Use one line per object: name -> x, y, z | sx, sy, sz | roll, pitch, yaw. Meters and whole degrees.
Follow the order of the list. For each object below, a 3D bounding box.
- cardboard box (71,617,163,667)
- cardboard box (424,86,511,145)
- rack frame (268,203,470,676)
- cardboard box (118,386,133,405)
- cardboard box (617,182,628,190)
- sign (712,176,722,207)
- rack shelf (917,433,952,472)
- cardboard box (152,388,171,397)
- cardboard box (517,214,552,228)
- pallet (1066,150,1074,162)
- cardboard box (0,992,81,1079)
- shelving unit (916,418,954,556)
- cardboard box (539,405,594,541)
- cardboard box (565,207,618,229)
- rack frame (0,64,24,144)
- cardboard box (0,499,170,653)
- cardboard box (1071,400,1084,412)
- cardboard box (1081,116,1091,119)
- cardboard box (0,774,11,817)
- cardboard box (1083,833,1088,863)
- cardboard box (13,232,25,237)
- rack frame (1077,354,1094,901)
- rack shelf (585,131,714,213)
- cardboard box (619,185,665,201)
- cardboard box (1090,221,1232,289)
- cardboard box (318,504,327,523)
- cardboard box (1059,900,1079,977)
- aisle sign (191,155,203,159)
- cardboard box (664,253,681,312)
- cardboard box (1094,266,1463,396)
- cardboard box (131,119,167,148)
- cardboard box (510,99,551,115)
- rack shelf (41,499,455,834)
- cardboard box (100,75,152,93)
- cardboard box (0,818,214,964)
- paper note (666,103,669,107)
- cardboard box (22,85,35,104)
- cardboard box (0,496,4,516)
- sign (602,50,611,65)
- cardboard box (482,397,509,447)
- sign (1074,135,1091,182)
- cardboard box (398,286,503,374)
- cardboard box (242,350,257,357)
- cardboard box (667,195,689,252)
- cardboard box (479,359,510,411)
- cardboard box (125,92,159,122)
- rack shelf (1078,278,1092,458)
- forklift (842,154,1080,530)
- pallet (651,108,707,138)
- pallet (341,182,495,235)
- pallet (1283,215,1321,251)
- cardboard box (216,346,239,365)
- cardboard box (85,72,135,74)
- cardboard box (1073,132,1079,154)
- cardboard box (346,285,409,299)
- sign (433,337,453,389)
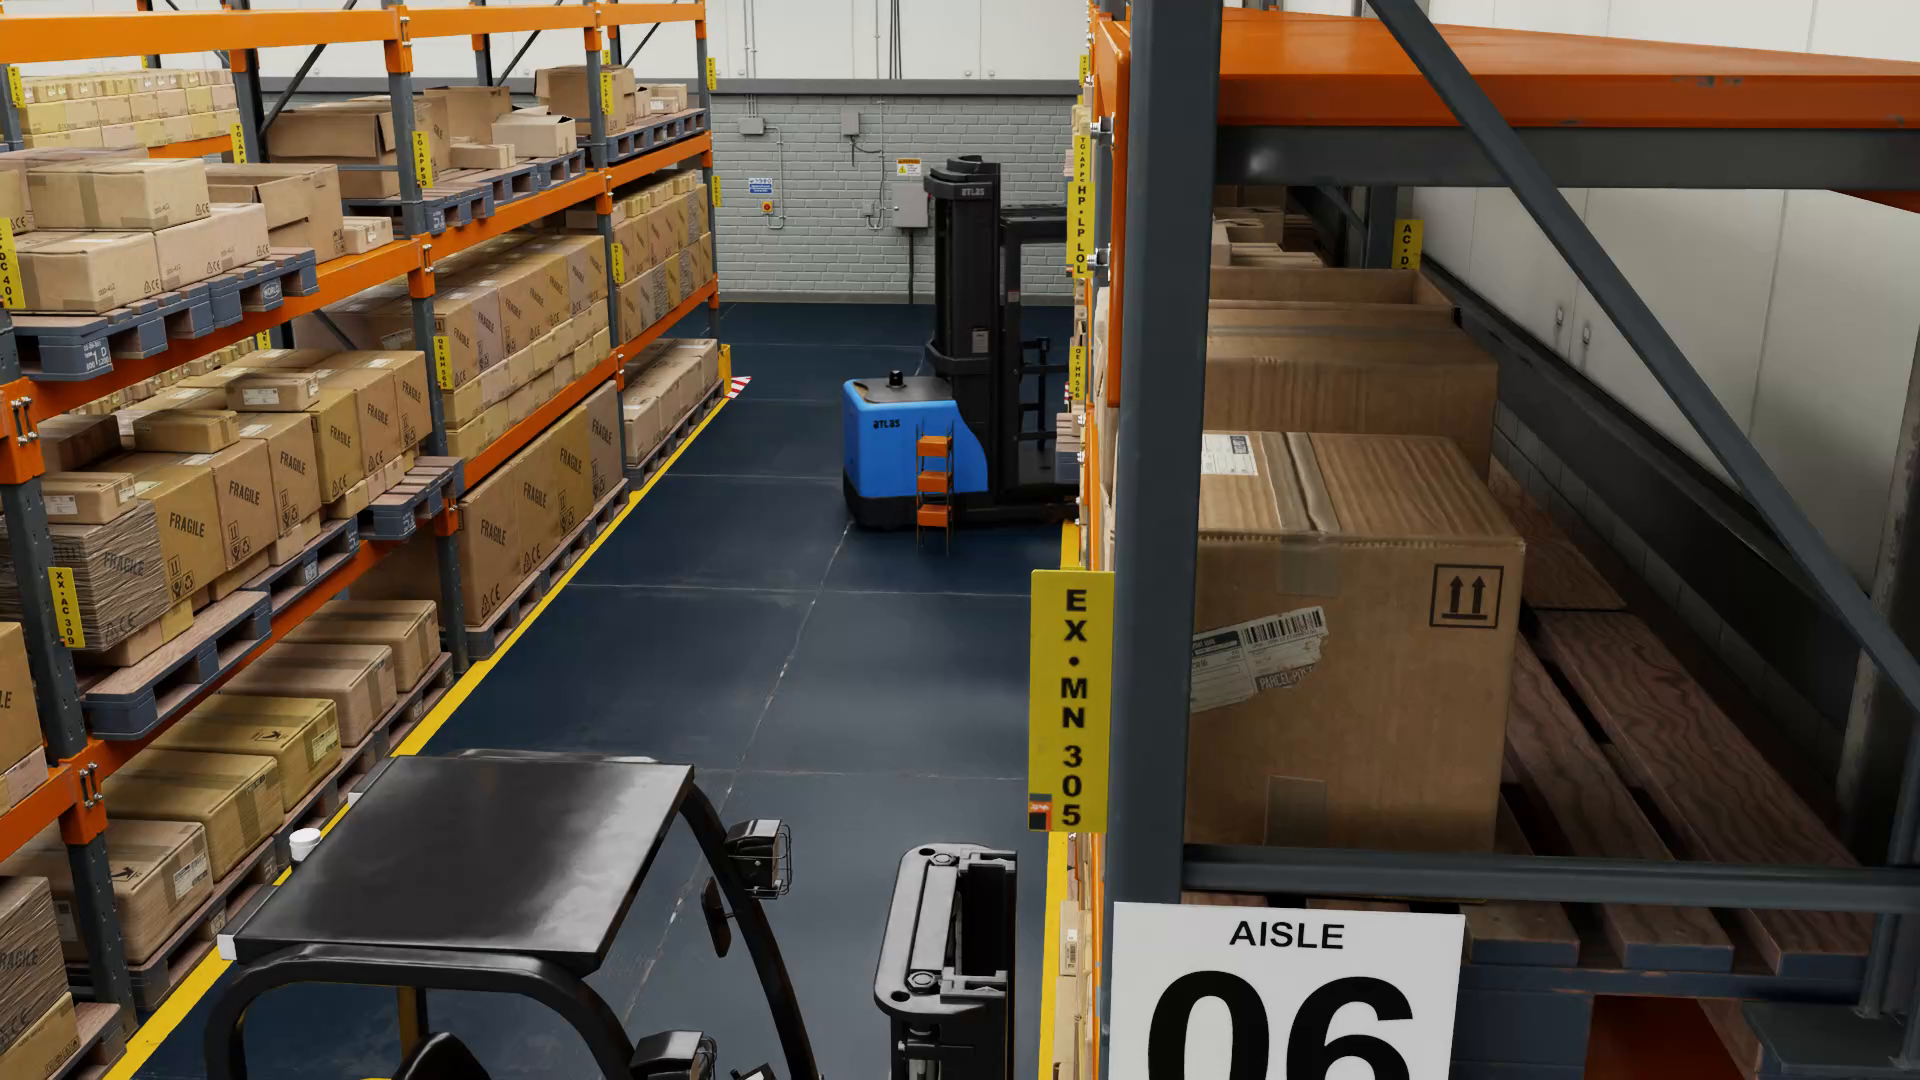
cardboard box -> -3.639, 0.418, 7.059 | 0.380, 0.149, 0.250 | 2, 18, 5
cardboard box -> -3.773, -3.227, 12.802 | 0.500, 0.500, 0.500 | 1, 18, 3
rack frame -> -3.707, -0.580, 10.374 | 1.000, 3.000, 0.127 | 1, 18, 4
cardboard box -> -8.090, -1.376, 15.754 | 0.380, 0.149, 0.250 | 1, 18, 2
cardboard box -> -3.483, -3.465, 16.372 | 0.380, 0.149, 0.250 | 1, 18, 4
sign -> -2.593, -3.711, 17.690 | 0.100, 0.325, 0.005 | 1, 18, 4
rack shelf -> -0.194, -0.673, 12.912 | 0.240, 0.259, 0.215 | 4, 19, 12
cardboard box -> -7.963, -1.395, 16.290 | 0.380, 0.149, 0.250 | 1, 18, 3
cardboard box -> -3.716, -2.756, 14.207 | 0.380, 0.149, 0.250 | 1, 18, 3
pallet -> 1.414, -2.847, 12.780 | 1.213, 0.211, 1.003 | 1, 18, 4
cardboard box -> -3.768, 1.959, 6.367 | 0.500, 0.250, 0.500 | 2, 18, 6
shelving unit -> -0.194, -0.413, 12.997 | 0.252, 1.050, 0.215 | 4, 19, 12
cardboard box -> -3.442, -0.537, 12.981 | 0.875, 0.875, 0.875 | 2, 18, 6
cardboard box -> -3.139, -2.745, 14.175 | 0.380, 0.149, 0.250 | 1, 18, 3
rack frame -> -8.365, -4.752, 13.473 | 1.000, 3.000, 0.127 | 1, 18, 4
cardboard box -> -3.674, 0.135, 6.881 | 0.500, 0.500, 0.500 | 2, 18, 5
cardboard box -> 0.997, -0.933, 11.020 | 0.500, 0.250, 0.500 | 0, 18, 1
cardboard box -> 1.048, -2.922, 11.797 | 0.380, 0.149, 0.250 | 1, 18, 4
cardboard box -> -3.724, 0.966, 6.060 | 0.380, 0.149, 0.250 | 2, 18, 5
cardboard box -> 0.552, 0.828, 4.876 | 0.380, 0.149, 0.250 | 1, 18, 3
cardboard box -> -4.097, -1.076, 6.637 | 0.500, 0.250, 0.500 | 1, 18, 3
rack frame -> 0.957, 0.772, 6.248 | 1.000, 3.000, 0.127 | 1, 18, 4
rack shelf -> -3.277, -3.527, 15.706 | 1.077, 0.370, 4.000 | 1, 18, 4
cardboard box -> -3.034, -3.301, 15.870 | 0.380, 0.149, 0.250 | 2, 18, 6
cardboard box -> 0.766, -1.088, 6.417 | 0.500, 0.311, 0.500 | 1, 18, 2
cardboard box -> -3.592, -0.150, 8.791 | 0.380, 0.149, 0.250 | 1, 18, 4
cardboard box -> 0.610, 1.548, 6.018 | 0.500, 0.250, 0.500 | 1, 18, 3
aisle sign -> -8.372, -4.408, 17.883 | 0.394, 0.787, 0.004 | 1, 18, 4
cardboard box -> -3.006, -2.480, 16.013 | 0.500, 0.500, 0.500 | 2, 18, 6
cardboard box -> 0.712, -0.346, 3.845 | 0.797, 0.503, 0.637 | 2, 18, 6
cardboard box -> -7.944, -3.872, 15.847 | 0.500, 0.250, 0.500 | 2, 18, 6
cardboard box -> -3.694, -3.636, 14.266 | 0.396, 0.266, 0.258 | 2, 18, 6
rack shelf -> -3.851, 0.383, 8.591 | 1.077, 0.370, 4.000 | 1, 18, 4
cardboard box -> -7.941, -4.337, 15.823 | 0.380, 0.149, 0.250 | 1, 18, 2
cardboard box -> -3.959, 1.549, 7.424 | 0.950, 0.372, 0.625 | 2, 18, 5
paper note -> -2.704, -4.026, 15.393 | 0.006, 0.032, 0.123 | 1, 18, 4
cardboard box -> -8.103, -3.767, 14.083 | 0.380, 0.149, 0.250 | 1, 18, 3
cardboard box -> -4.190, 0.126, 6.909 | 0.500, 0.500, 0.500 | 1, 18, 3
sign -> -3.687, -4.957, 17.385 | 0.100, 0.325, 0.005 | 1, 18, 4
cardboard box -> -3.402, -0.815, 11.332 | 0.500, 0.250, 0.500 | 1, 18, 2
sign -> 0.703, -2.154, 9.531 | 0.100, 0.325, 0.005 | 1, 18, 4
cardboard box -> -3.402, -1.404, 11.125 | 0.500, 0.500, 0.500 | 1, 18, 4
cardboard box -> -7.831, -1.959, 18.011 | 0.380, 0.149, 0.250 | 1, 18, 2
cardboard box -> -2.978, -3.115, 16.347 | 0.500, 0.500, 0.500 | 1, 18, 4
cardboard box -> -3.386, -1.058, 11.273 | 0.500, 0.250, 0.500 | 2, 18, 5
cardboard box -> -7.980, -4.112, 15.776 | 0.500, 0.250, 0.500 | 0, 18, 2
rack shelf -> 1.101, -0.932, 7.789 | 1.077, 0.370, 4.000 | 1, 18, 4
forklift -> 0.562, -1.688, 13.866 | 3.031, 2.935, 1.130 | -4, 19, -12
pallet -> -3.176, -4.217, 16.800 | 1.003, 0.211, 1.213 | 1, 18, 4
pallet -> -3.714, -2.116, 10.551 | 1.213, 0.211, 1.003 | 2, 18, 6
pallet -> 1.284, -1.593, 8.953 | 1.213, 0.211, 1.003 | 2, 18, 6
cardboard box -> -7.831, -1.941, 17.477 | 0.380, 0.149, 0.250 | 1, 18, 3
cardboard box -> -8.475, -4.592, 16.601 | 0.380, 0.149, 0.250 | 2, 18, 5
cardboard box -> 1.036, -2.944, 12.343 | 0.380, 0.149, 0.250 | 2, 18, 5
cardboard box -> -3.902, -1.428, 11.198 | 0.500, 0.500, 0.500 | 2, 18, 5
sign -> -3.165, -1.083, 10.178 | 0.100, 0.325, 0.005 | 1, 18, 4
